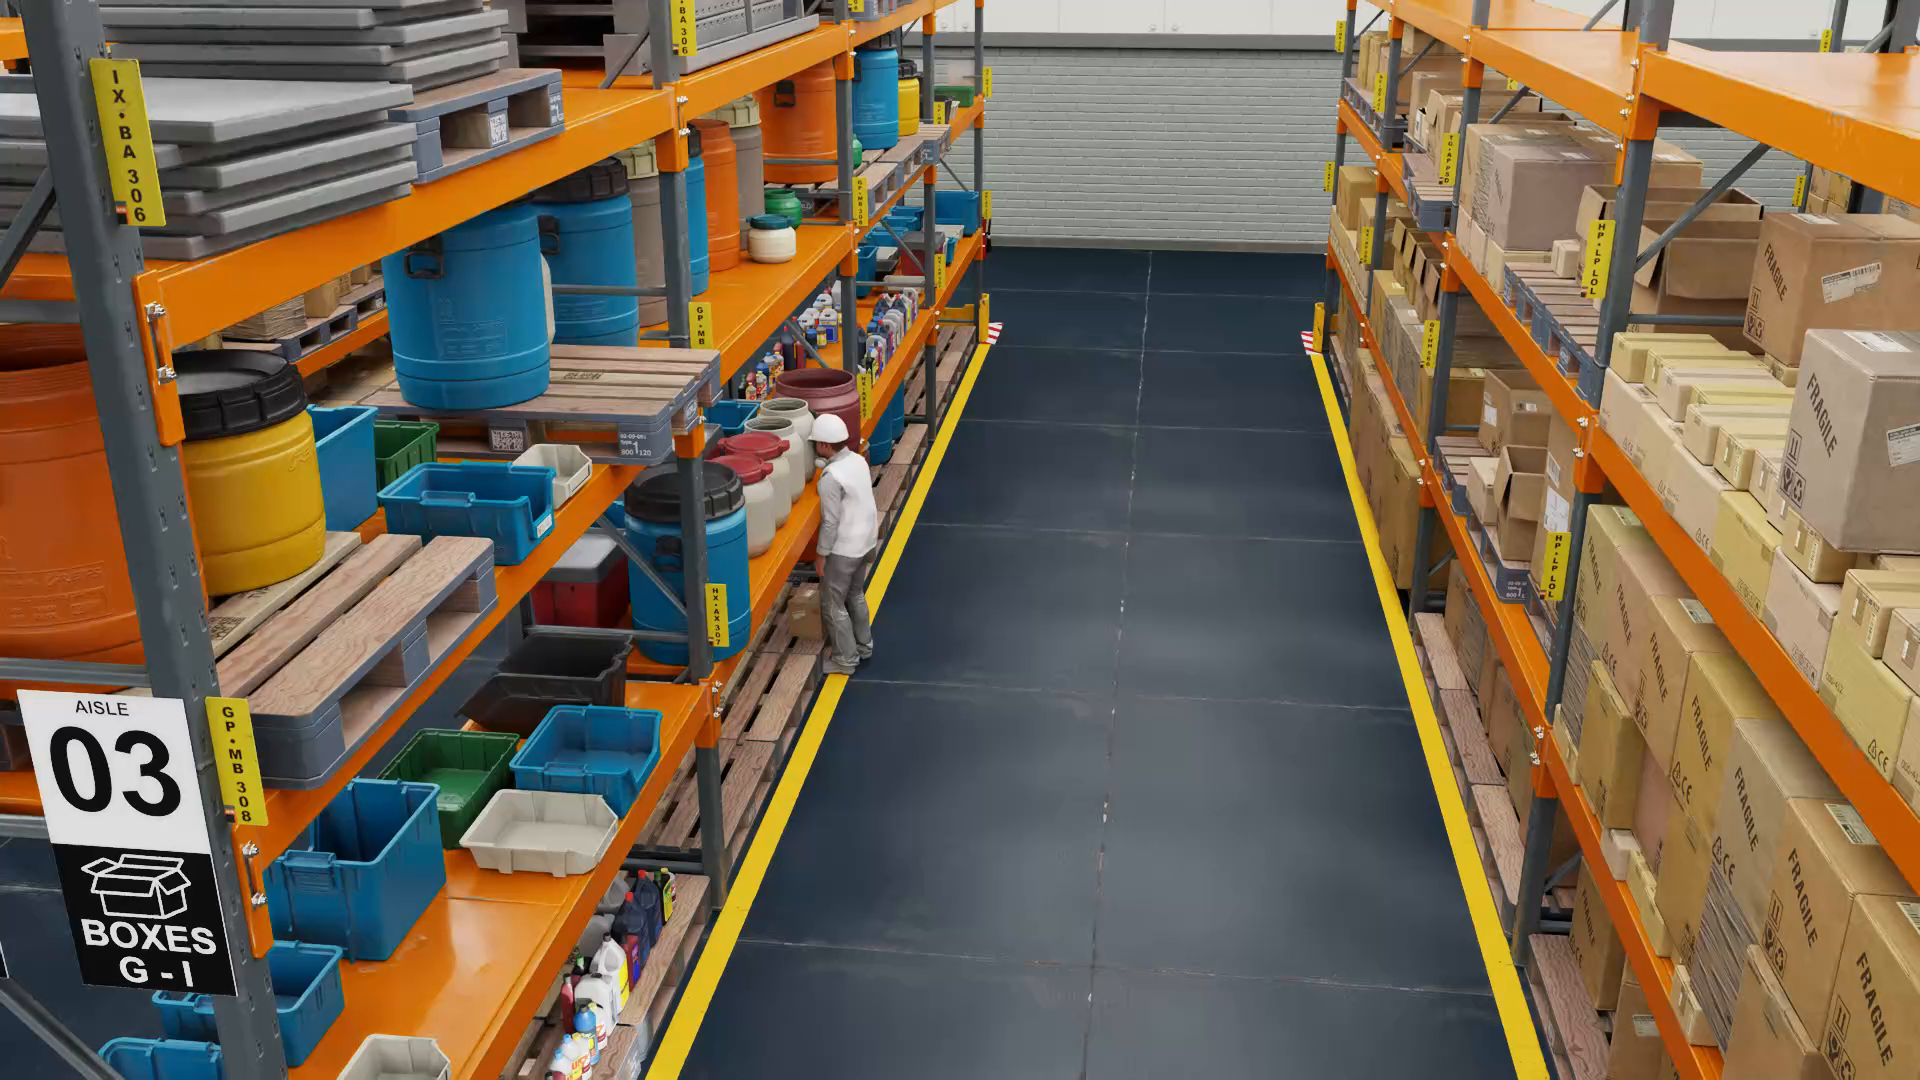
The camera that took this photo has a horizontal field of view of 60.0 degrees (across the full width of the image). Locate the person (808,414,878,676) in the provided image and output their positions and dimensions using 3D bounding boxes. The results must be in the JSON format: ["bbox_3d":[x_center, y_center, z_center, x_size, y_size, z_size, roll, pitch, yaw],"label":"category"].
[{"bbox_3d":[-0.781,0.024,10.982,0.462,1.772,0.589,8,23,21],"label":"person"}]
